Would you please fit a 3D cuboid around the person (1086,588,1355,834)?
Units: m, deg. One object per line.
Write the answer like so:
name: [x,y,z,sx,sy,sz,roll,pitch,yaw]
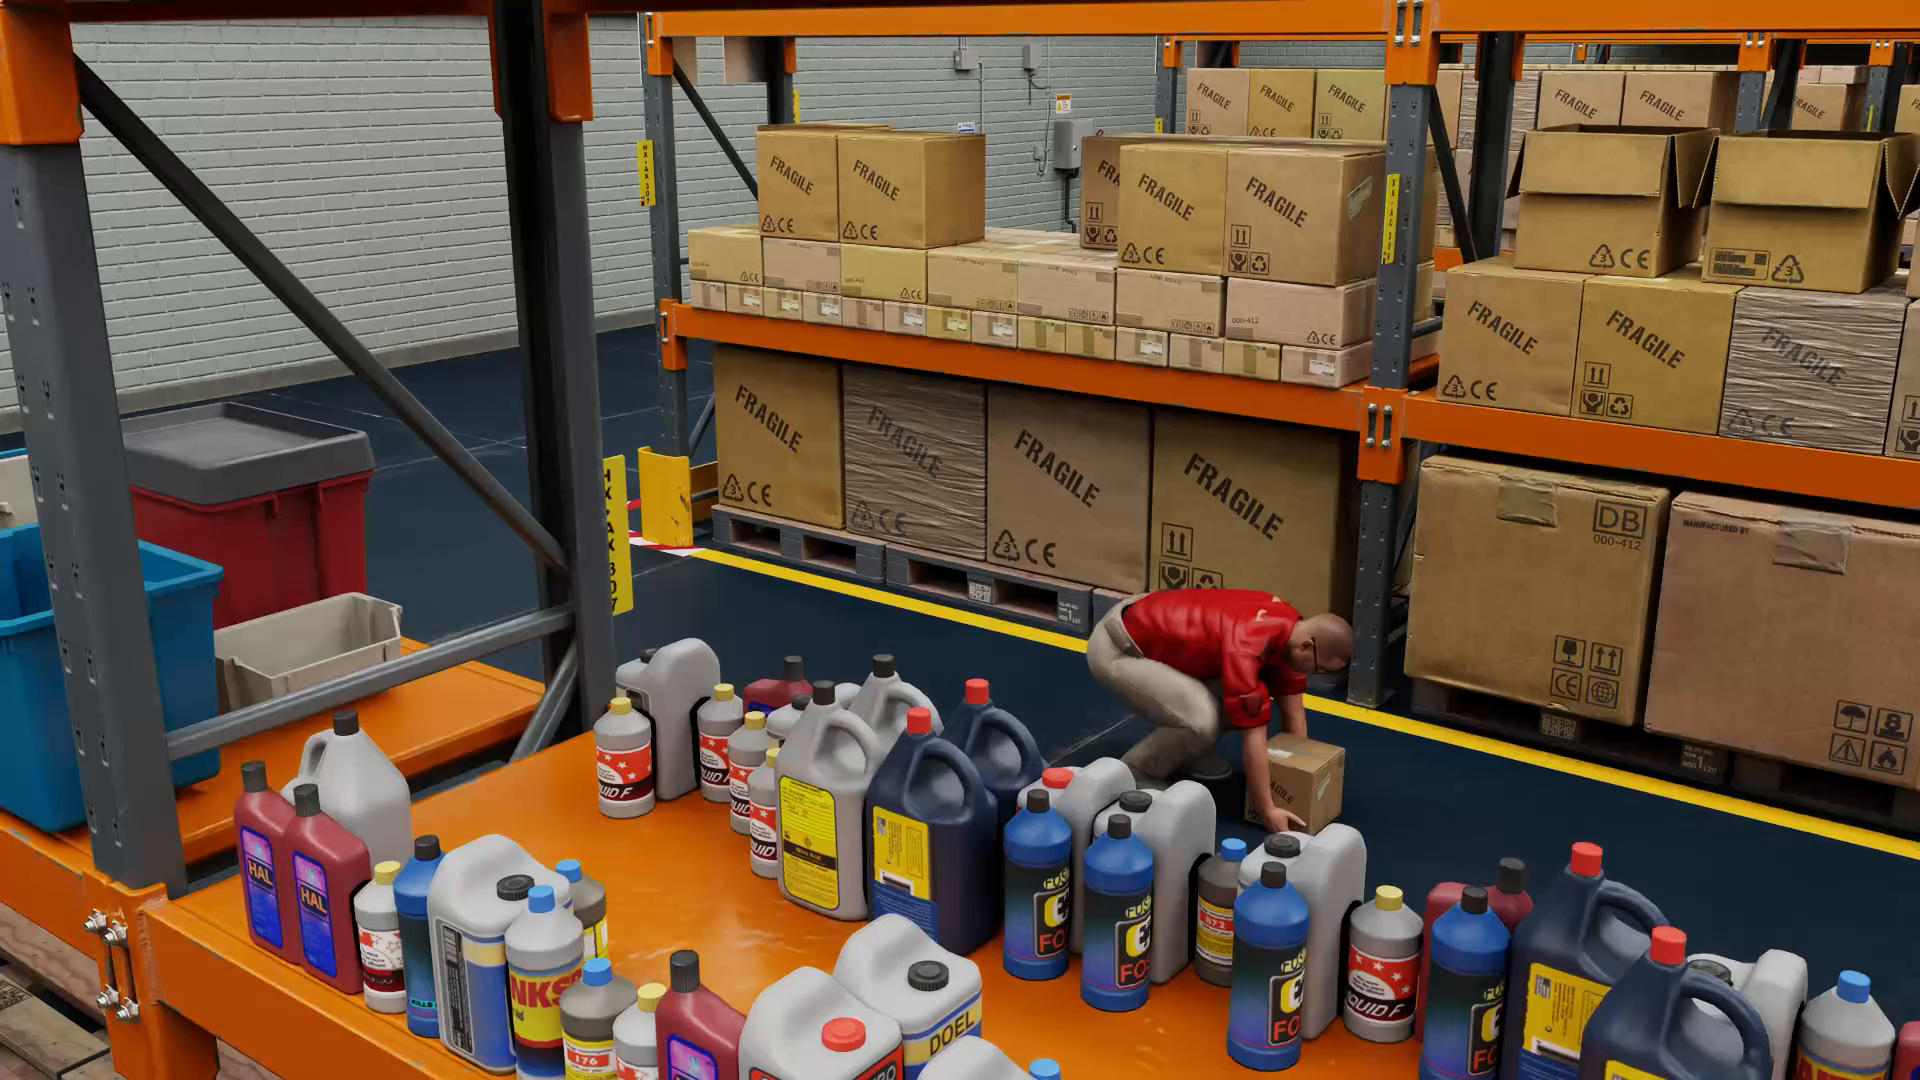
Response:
person: [0.913,0.562,5.896,0.939,0.789,0.527,11,20,34]
